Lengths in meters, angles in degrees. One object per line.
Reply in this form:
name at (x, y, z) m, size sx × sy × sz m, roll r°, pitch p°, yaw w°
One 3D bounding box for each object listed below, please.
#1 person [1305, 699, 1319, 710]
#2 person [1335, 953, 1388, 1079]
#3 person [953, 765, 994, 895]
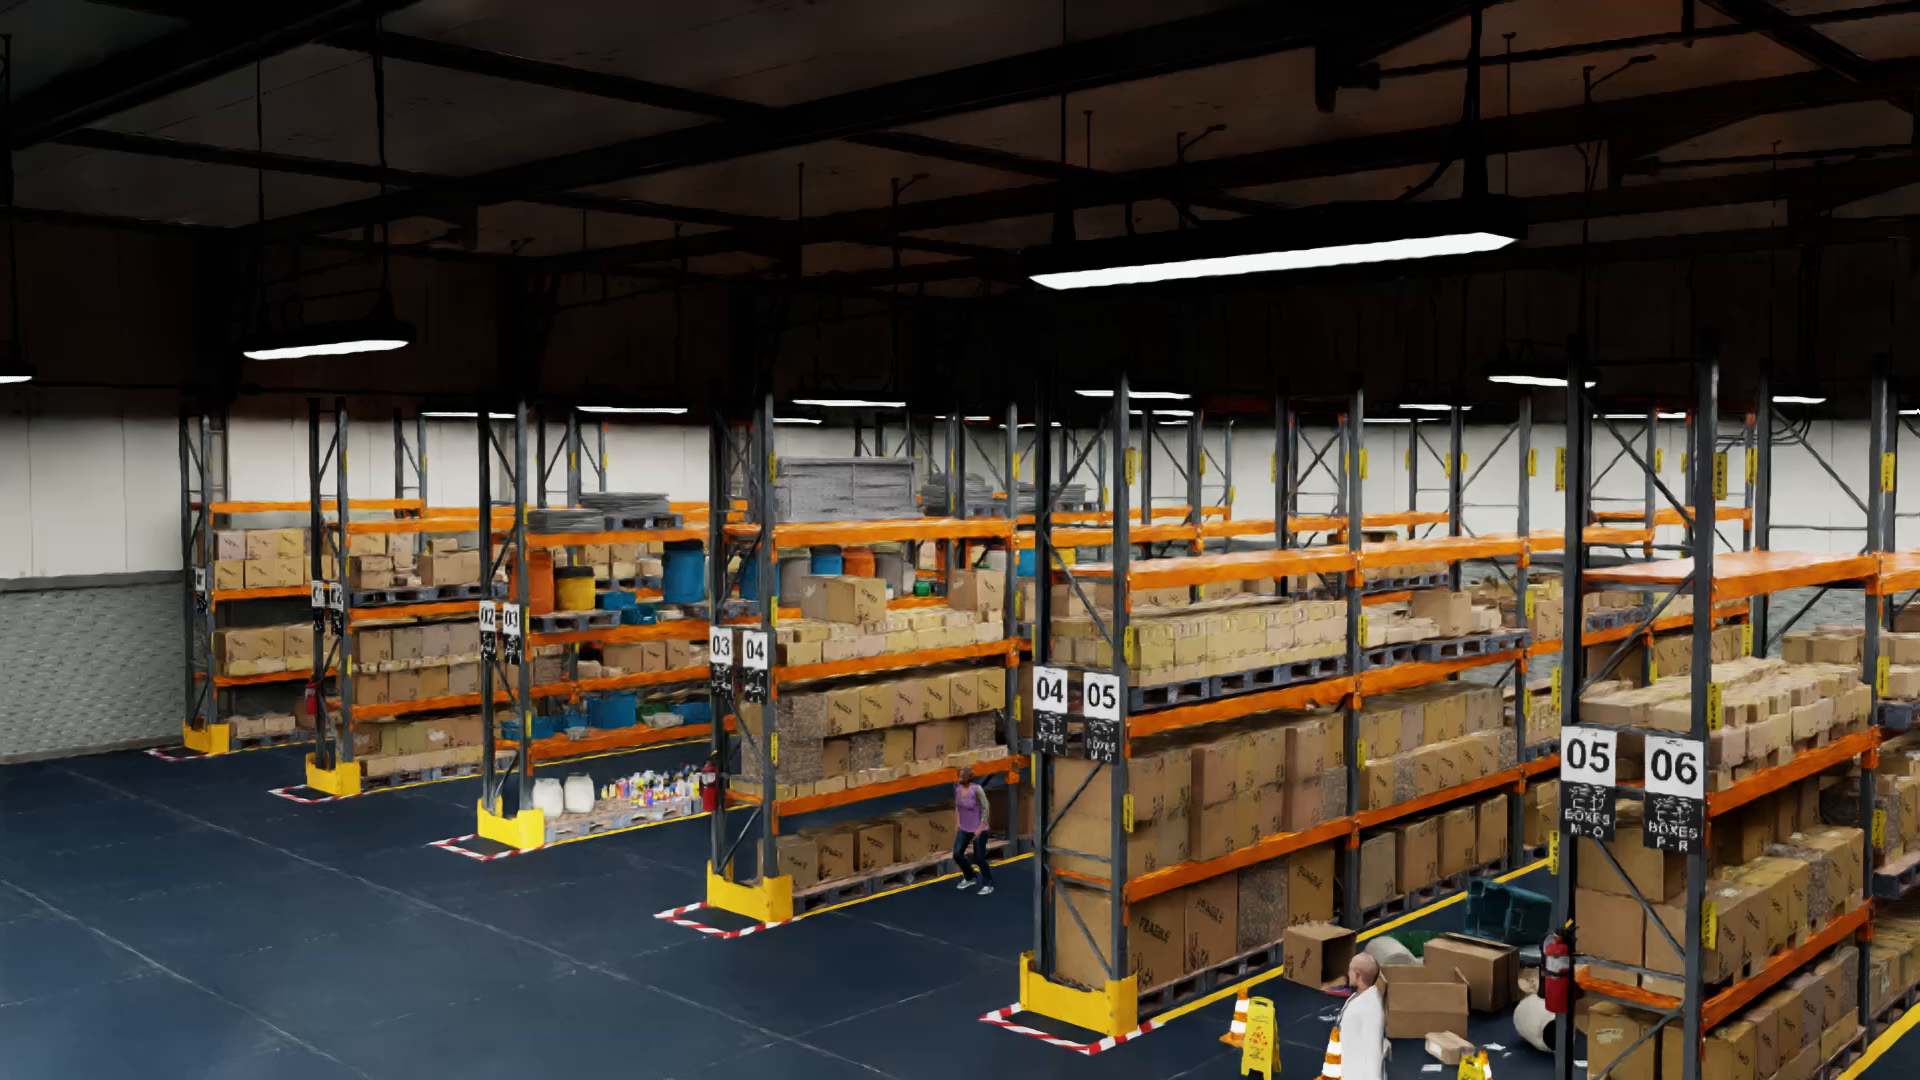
person at (5.144, 3.095, 24.058) m, size 0.580 × 1.618 × 0.507 m, roll 3°, pitch 4°, yaw 42°
person at (2.736, 3.674, 11.163) m, size 0.456 × 1.773 × 0.678 m, roll 1°, pitch 3°, yaw 12°
person at (0.150, 3.375, 19.442) m, size 0.566 × 1.541 × 0.519 m, roll 3°, pitch 4°, yaw 40°
